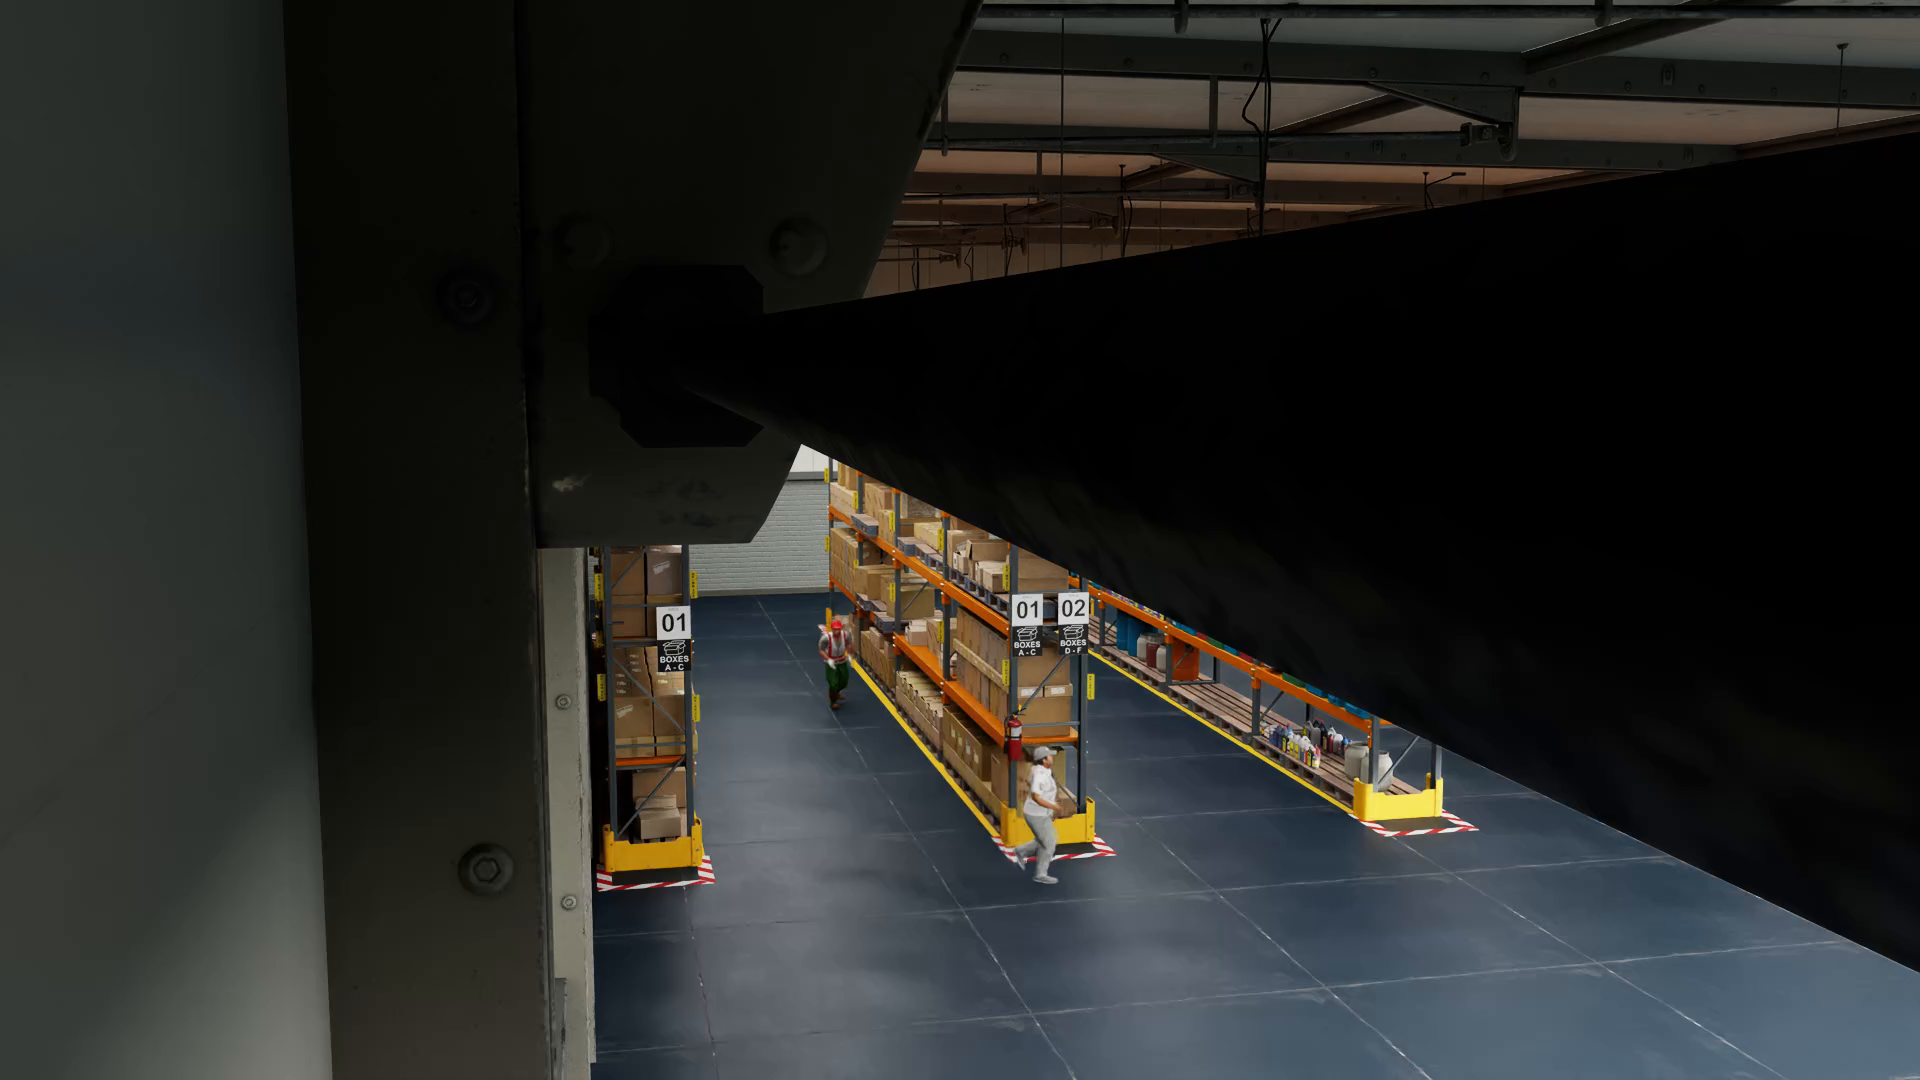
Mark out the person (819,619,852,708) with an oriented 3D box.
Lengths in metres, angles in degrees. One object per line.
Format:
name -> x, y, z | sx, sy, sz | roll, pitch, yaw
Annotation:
person -> -2.170, 2.117, 28.740 | 0.634, 1.613, 0.928 | -3, 7, -25

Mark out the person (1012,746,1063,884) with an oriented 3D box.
person -> 0.917, 3.228, 19.494 | 0.592, 1.644, 0.596 | 1, 7, 5
